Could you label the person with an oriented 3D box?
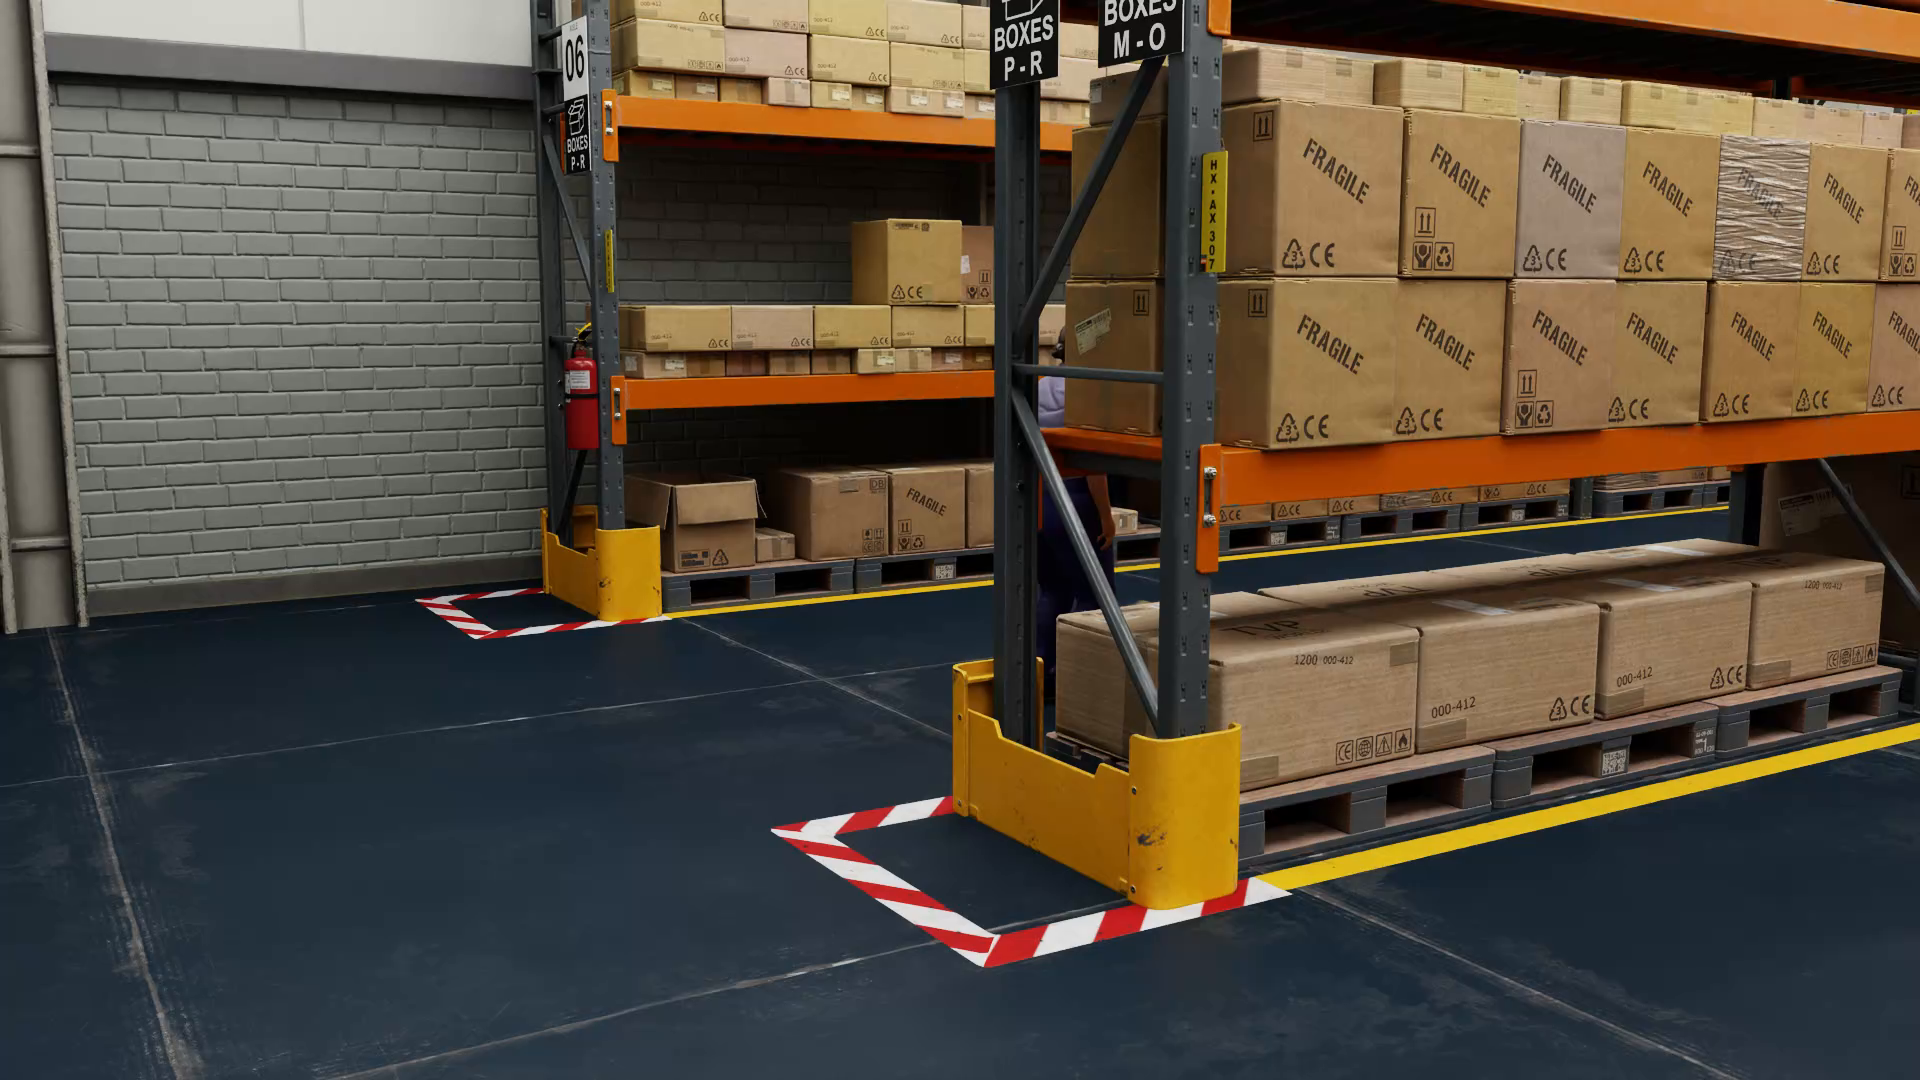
[{"bbox_3d":[0.466,-0.097,7.041,0.374,1.646,0.549,-5,10,-33],"label":"person"}]
